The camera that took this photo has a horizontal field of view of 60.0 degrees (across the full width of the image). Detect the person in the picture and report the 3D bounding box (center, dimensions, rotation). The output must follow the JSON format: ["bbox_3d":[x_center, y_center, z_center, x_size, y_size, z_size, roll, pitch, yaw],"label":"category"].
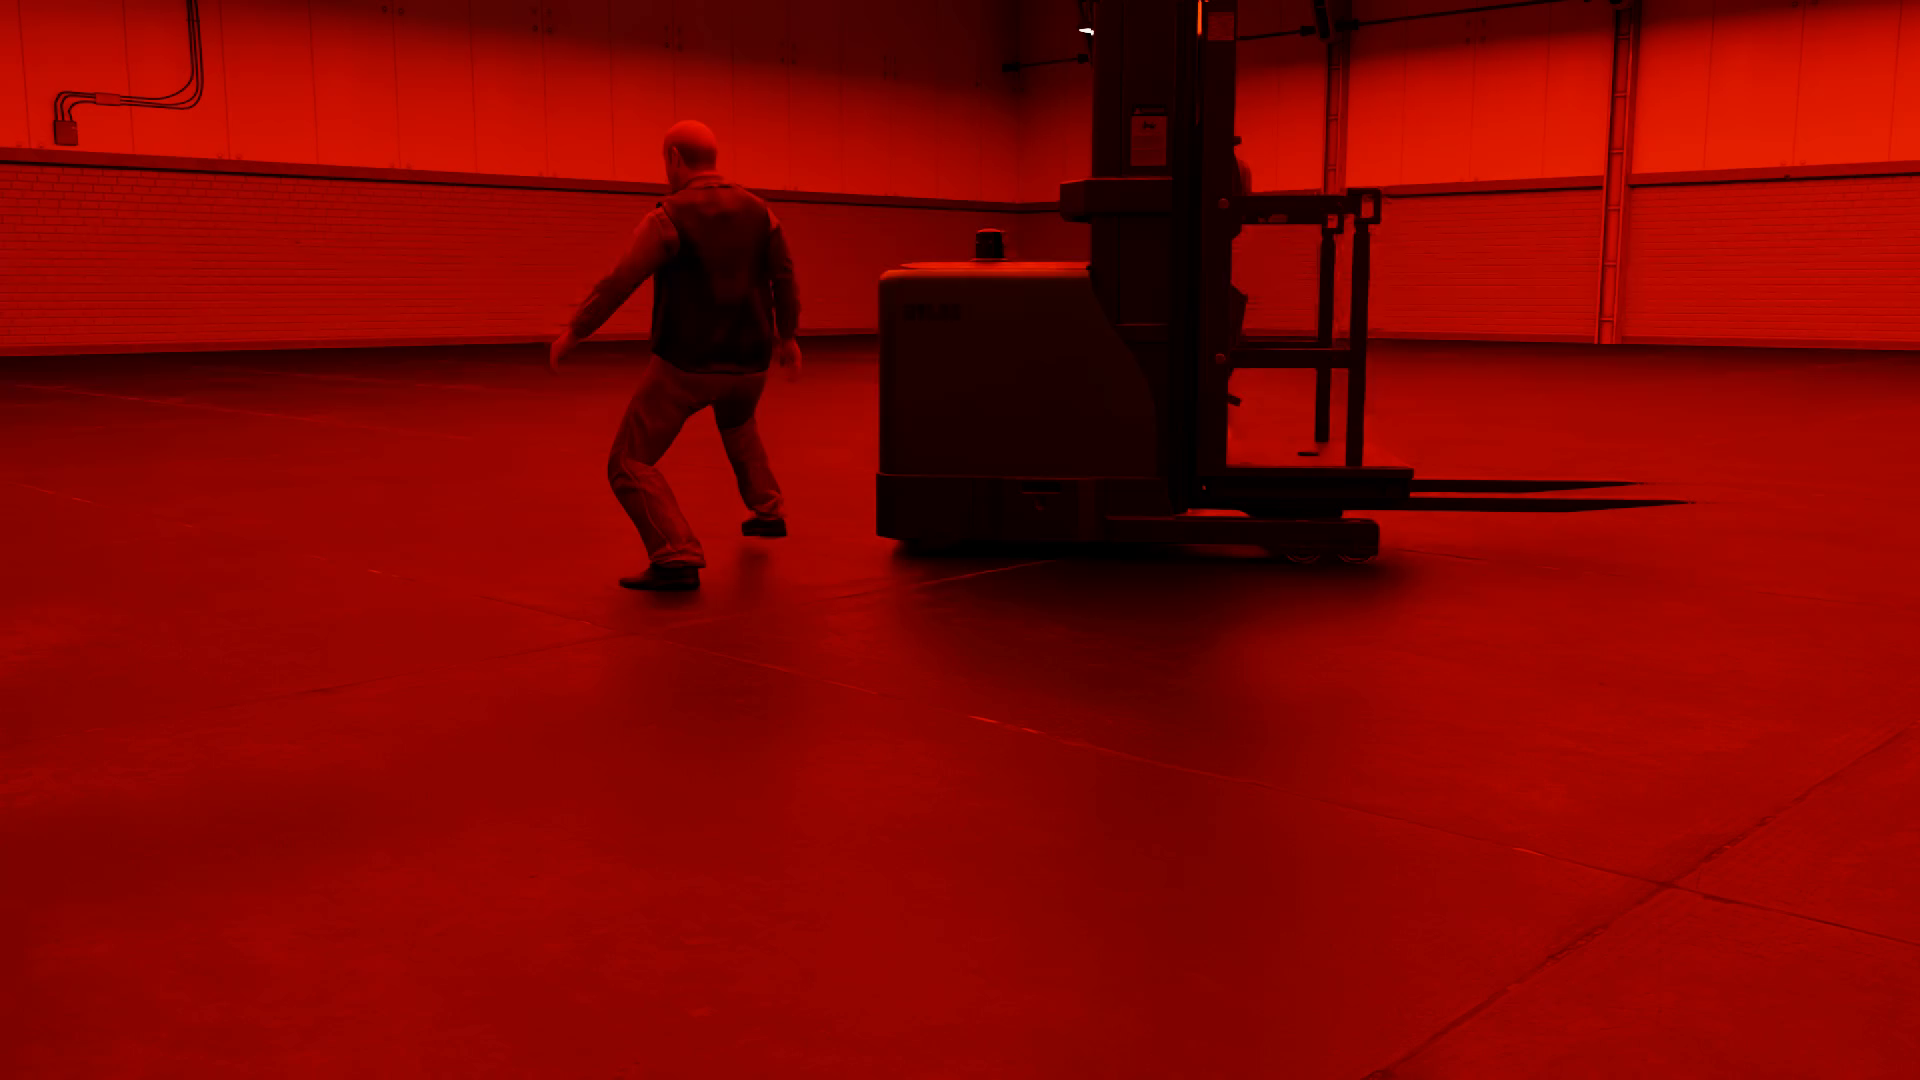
[{"bbox_3d":[-0.943,-0.660,5.876,0.938,1.596,0.675,-7,11,-38],"label":"person"}]

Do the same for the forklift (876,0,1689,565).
[{"bbox_3d":[1.228,-1.441,6.447,3.031,2.935,1.130,1,9,5],"label":"forklift"}]
